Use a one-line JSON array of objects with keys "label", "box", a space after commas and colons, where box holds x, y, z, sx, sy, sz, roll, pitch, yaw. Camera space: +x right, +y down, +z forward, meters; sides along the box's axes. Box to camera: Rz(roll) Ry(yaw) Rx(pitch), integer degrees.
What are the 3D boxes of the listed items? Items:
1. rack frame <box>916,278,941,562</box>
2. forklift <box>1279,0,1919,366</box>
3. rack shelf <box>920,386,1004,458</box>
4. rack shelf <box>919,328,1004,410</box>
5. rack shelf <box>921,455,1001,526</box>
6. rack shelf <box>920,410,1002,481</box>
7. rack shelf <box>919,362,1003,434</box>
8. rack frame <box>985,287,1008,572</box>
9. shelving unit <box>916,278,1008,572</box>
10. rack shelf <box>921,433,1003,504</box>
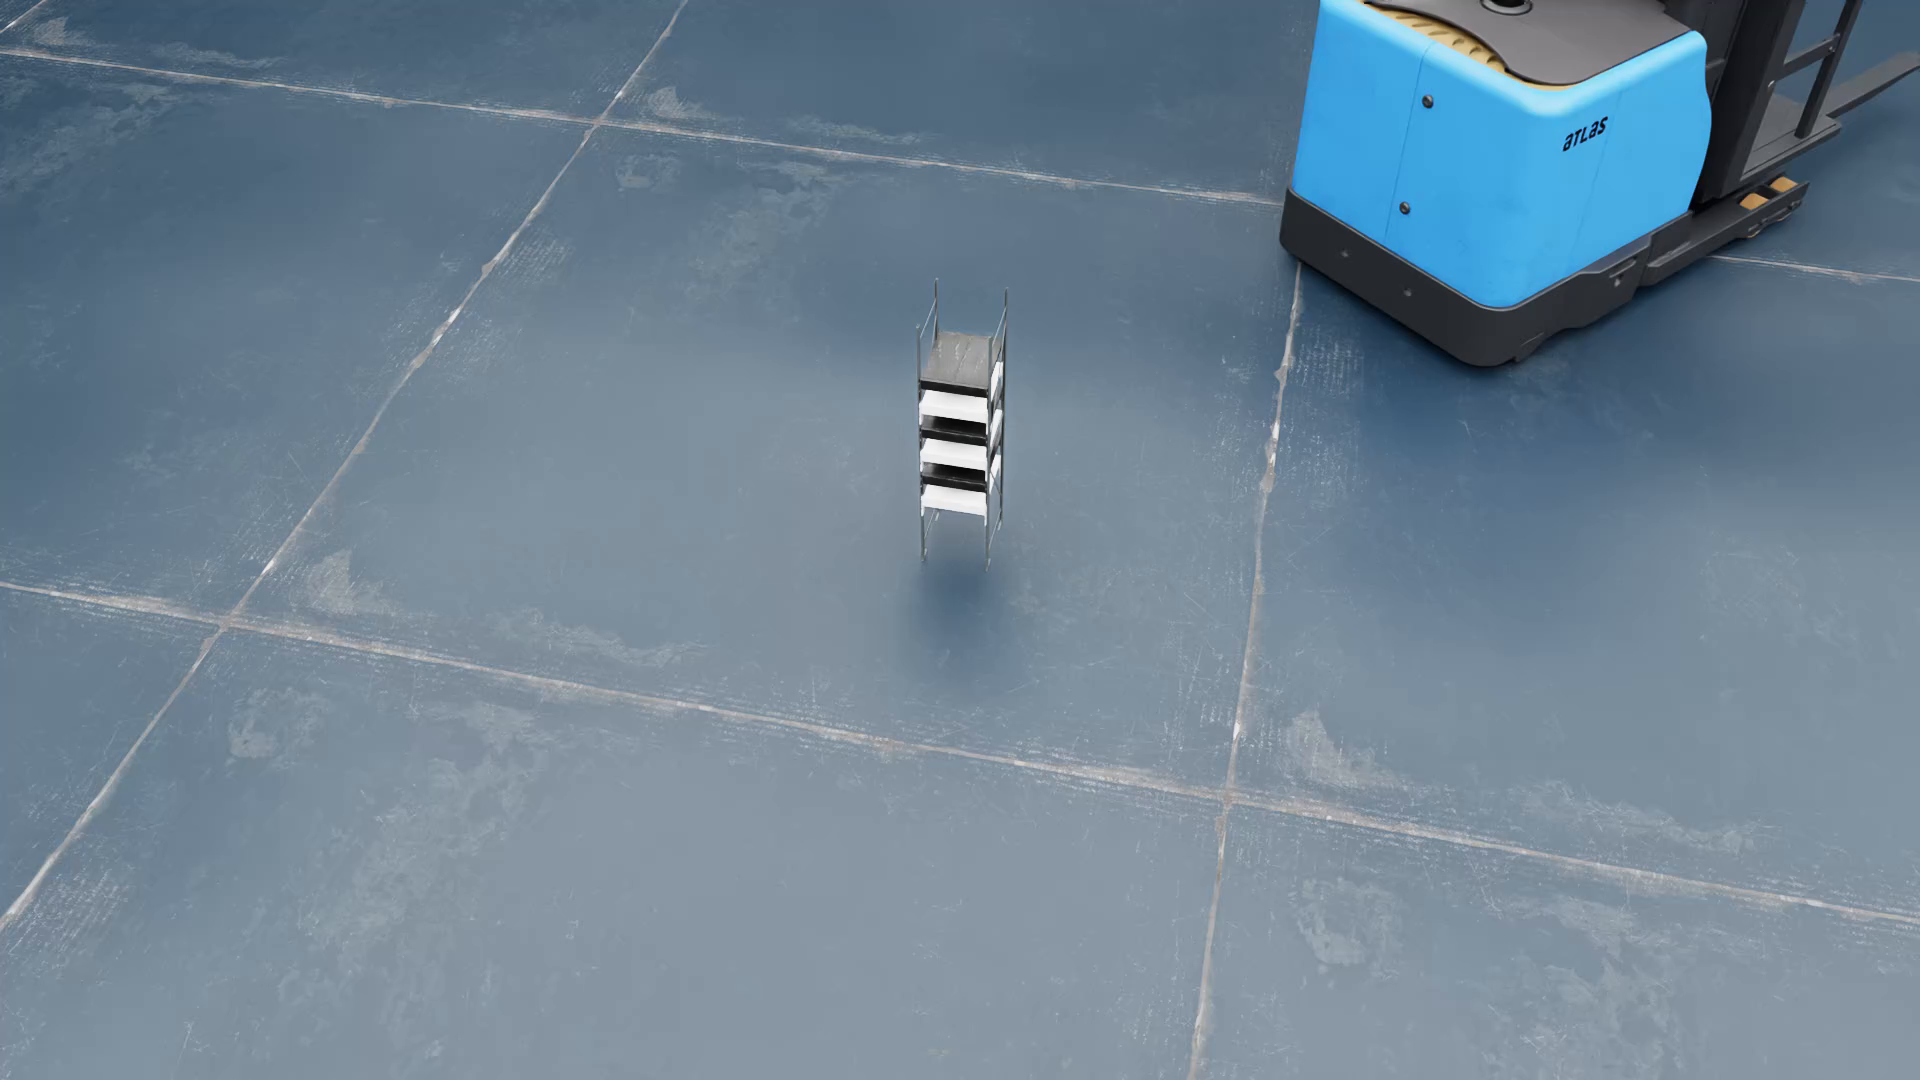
[{"label": "rack frame", "box": [-0.091, -0.338, 4.953, 0.006, 0.900, 0.240, 9, 45, 9]}, {"label": "forklift", "box": [2.696, -2.499, 5.732, 3.031, 2.935, 1.130, -28, 50, -26]}, {"label": "rack shelf", "box": [0.008, -0.364, 4.897, 0.200, 0.077, 0.258, 9, 45, 9]}, {"label": "rack shelf", "box": [0.008, -0.493, 4.773, 0.200, 0.077, 0.258, 9, 45, 9]}, {"label": "rack shelf", "box": [0.008, -0.169, 5.085, 0.200, 0.077, 0.258, 9, 45, 9]}, {"label": "rack shelf", "box": [0.008, -0.299, 4.960, 0.200, 0.077, 0.258, 9, 45, 9]}, {"label": "rack shelf", "box": [0.008, -0.429, 4.835, 0.200, 0.077, 0.258, 9, 45, 9]}, {"label": "rack frame", "box": [0.107, -0.308, 4.921, 0.006, 0.900, 0.240, 9, 45, 9]}, {"label": "shelving unit", "box": [0.008, -0.323, 4.937, 0.210, 0.900, 0.258, 9, 45, 9]}, {"label": "rack shelf", "box": [0.008, -0.234, 5.022, 0.200, 0.077, 0.258, 9, 45, 9]}]
